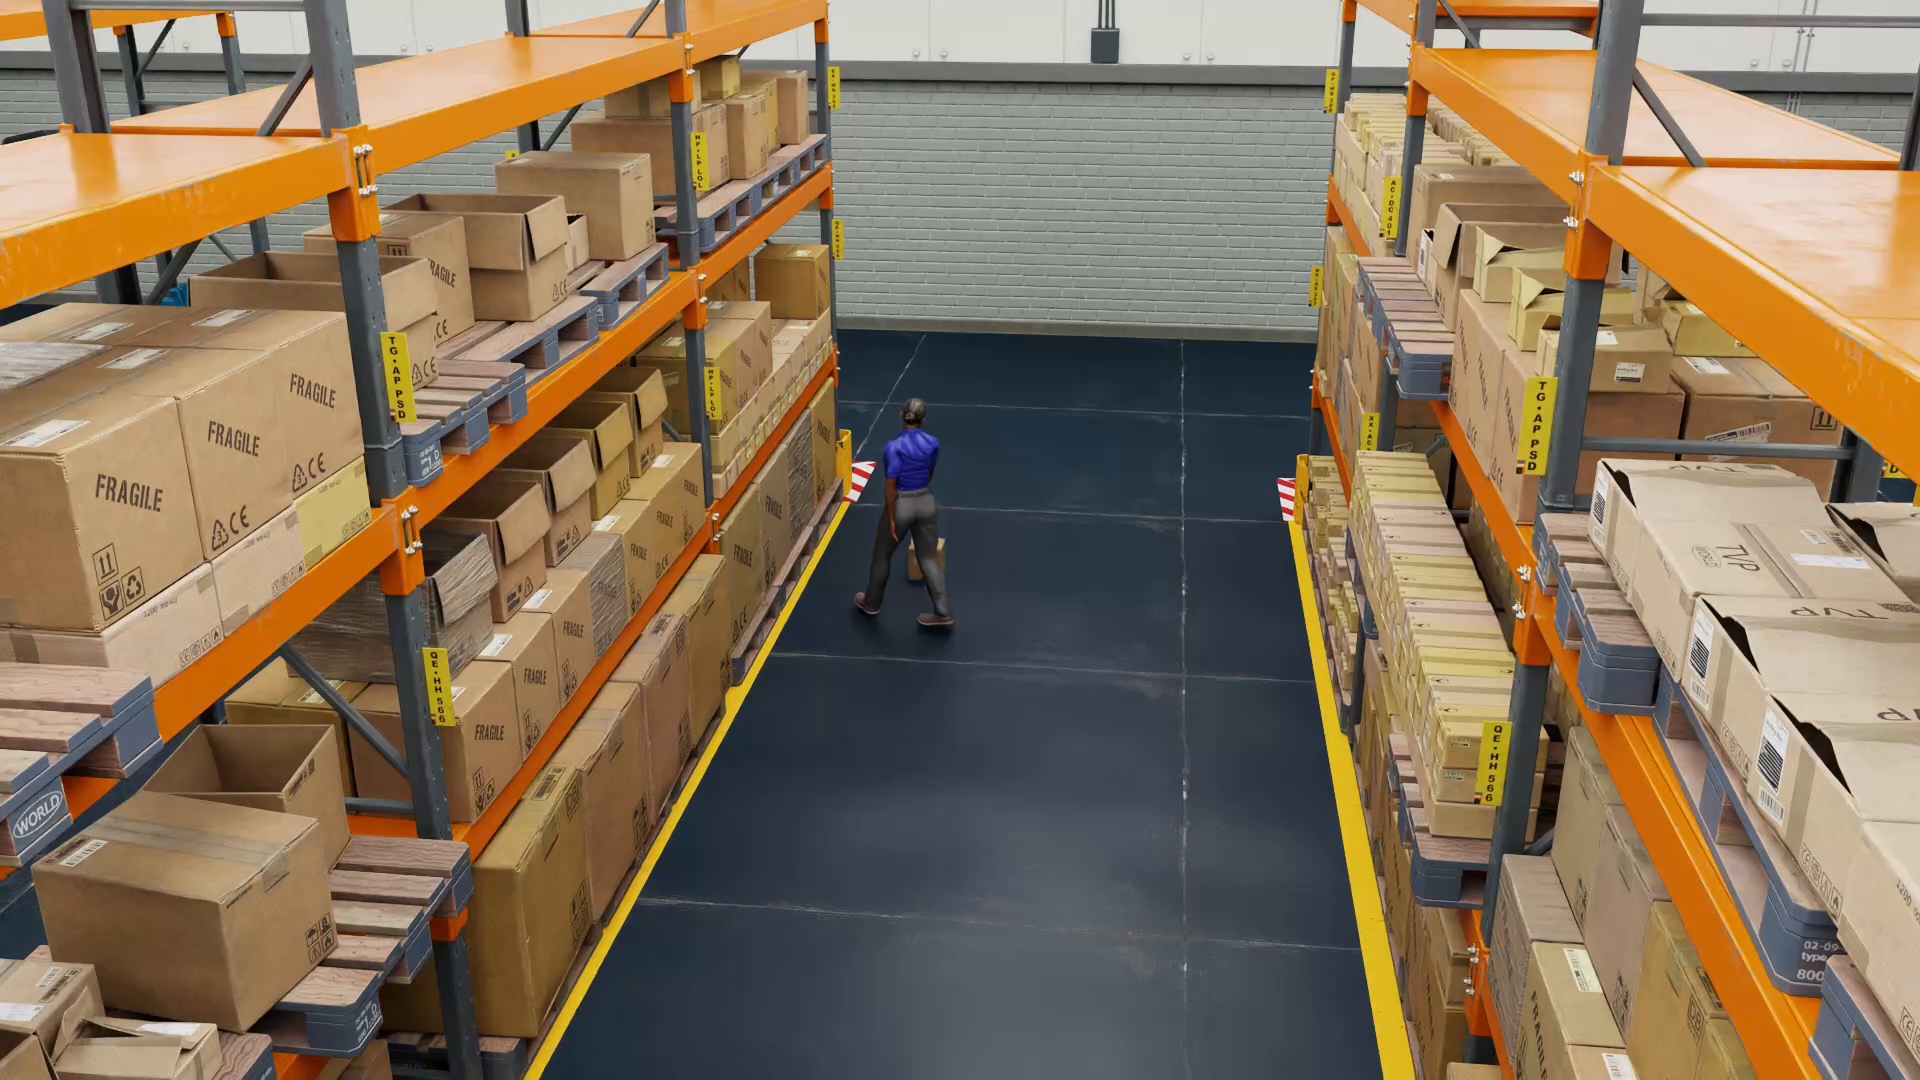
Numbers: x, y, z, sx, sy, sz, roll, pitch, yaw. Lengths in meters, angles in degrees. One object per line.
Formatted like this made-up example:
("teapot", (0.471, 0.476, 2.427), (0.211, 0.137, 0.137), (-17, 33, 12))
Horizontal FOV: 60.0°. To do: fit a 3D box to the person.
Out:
("person", (-0.388, -0.206, 11.634), (0.512, 1.607, 0.798), (-11, 24, -25))
